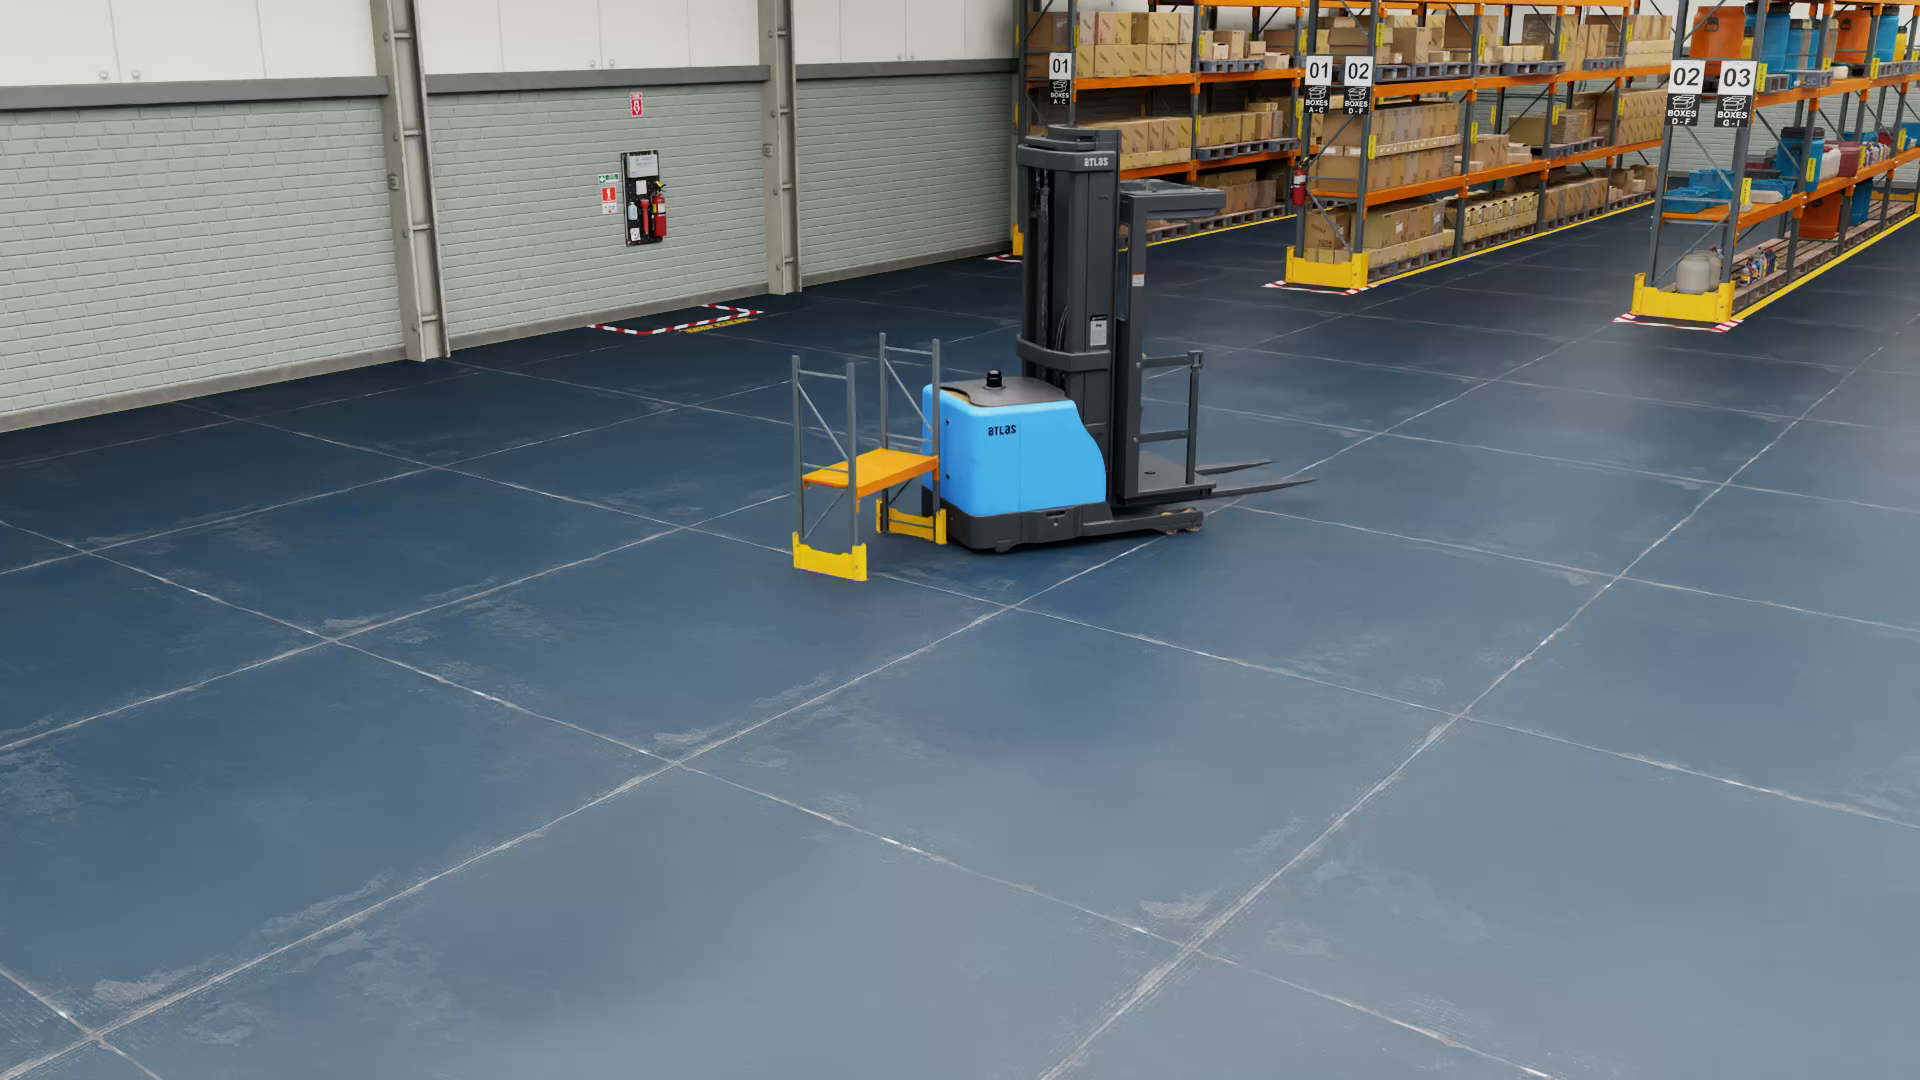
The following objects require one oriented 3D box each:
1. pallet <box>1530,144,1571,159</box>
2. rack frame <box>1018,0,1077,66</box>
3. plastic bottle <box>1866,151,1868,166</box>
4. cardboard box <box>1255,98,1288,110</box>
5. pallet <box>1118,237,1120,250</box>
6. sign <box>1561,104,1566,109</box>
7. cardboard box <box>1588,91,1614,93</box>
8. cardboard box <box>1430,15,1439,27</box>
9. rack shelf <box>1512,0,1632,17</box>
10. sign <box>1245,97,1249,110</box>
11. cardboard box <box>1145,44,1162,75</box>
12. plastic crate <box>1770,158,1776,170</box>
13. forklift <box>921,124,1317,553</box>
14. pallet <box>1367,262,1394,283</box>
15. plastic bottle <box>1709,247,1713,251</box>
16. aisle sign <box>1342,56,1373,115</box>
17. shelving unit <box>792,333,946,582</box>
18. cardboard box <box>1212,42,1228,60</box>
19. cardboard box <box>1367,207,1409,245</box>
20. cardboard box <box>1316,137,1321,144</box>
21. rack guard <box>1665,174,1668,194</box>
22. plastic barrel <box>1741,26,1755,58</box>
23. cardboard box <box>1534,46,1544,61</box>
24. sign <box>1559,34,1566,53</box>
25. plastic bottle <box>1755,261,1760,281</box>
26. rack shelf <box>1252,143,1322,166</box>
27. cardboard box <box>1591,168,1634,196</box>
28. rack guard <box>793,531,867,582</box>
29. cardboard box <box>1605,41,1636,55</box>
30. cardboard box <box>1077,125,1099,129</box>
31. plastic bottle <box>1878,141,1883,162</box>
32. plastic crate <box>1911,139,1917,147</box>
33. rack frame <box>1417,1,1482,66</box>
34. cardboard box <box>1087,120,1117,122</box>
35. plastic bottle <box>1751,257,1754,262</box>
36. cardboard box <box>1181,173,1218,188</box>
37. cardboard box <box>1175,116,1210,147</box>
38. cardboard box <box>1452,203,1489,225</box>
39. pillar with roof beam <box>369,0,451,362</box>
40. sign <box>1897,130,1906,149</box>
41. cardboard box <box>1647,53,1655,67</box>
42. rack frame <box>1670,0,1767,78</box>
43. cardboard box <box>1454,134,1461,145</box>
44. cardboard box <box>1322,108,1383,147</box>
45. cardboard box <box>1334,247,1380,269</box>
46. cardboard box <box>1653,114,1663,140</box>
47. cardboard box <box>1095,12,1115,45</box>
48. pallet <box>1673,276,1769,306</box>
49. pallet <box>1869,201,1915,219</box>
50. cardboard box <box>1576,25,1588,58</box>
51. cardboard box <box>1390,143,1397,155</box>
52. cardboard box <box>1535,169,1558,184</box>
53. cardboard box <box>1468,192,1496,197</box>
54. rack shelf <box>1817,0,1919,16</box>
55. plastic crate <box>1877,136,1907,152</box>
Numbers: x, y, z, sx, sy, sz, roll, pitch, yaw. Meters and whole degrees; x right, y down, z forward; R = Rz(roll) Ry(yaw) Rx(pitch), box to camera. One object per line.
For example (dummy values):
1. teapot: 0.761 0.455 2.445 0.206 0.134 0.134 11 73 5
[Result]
1. pallet: 10.465 -7.163 30.575 1.213 0.211 1.003 12 21 35
2. rack frame: 1.370 -8.915 25.777 1.000 3.000 0.127 12 21 35
3. plastic bottle: 15.390 -6.487 28.291 0.097 0.271 0.097 0 17 0
4. cardboard box: 6.199 -8.666 33.125 0.500 0.250 0.500 13 22 36
5. pallet: 1.928 -4.923 27.742 1.003 0.211 1.213 12 21 35
6. sign: 12.060 -8.541 33.229 0.100 0.325 0.005 12 21 35
7. cardboard box: 13.197 -8.967 34.208 0.500 0.500 0.500 13 21 35
8. cardboard box: 10.379 -11.488 37.233 0.500 0.500 0.500 13 22 36
9. rack shelf: 11.309 -9.887 30.797 1.077 0.370 4.000 12 21 35
10. sign: 5.689 -8.605 32.944 0.100 0.325 0.005 12 21 35
11. cardboard box: 3.040 -8.071 27.917 0.500 0.500 0.500 11 21 33
12. plastic crate: 12.117 -5.562 25.123 0.392 0.384 0.575 12 21 35
13. forklift: 1.273 -1.576 12.378 3.031 2.935 1.130 -7 19 -22
14. pallet: 5.772 -4.033 24.875 1.003 0.211 1.213 12 21 35
15. plastic bottle: 10.783 -4.033 23.897 0.144 0.351 0.185 11 21 32
16. aisle sign: 5.557 -6.347 23.241 0.394 0.787 0.004 12 21 35
17. shelving unit: -0.632 -0.611 11.682 0.587 1.500 1.083 11 20 31
18. cardboard box: 4.510 -8.856 30.087 0.500 0.311 0.500 13 22 36
19. cardboard box: 6.433 -4.750 25.145 0.500 0.500 0.500 12 21 35
20. cardboard box: 7.101 -8.134 33.769 0.380 0.149 0.250 13 21 36
21. rack guard: 14.839 -7.774 36.435 1.175 0.500 0.348 12 21 35
22. plastic barrel: 9.904 -6.316 21.441 0.600 0.588 0.600 0 17 0
23. cardboard box: 9.892 -8.524 29.122 0.500 0.250 0.500 11 20 31
24. sign: 10.558 -8.698 29.131 0.100 0.325 0.005 12 21 35
25. plastic bottle: 11.041 -3.737 23.077 0.097 0.271 0.097 0 17 0
26. rack shelf: 7.328 -8.088 34.443 1.077 0.370 4.000 12 21 35
27. cardboard box: 13.616 -7.500 34.804 0.797 0.503 0.637 12 21 35
28. rack guard: -0.901 0.110 11.467 0.587 0.250 0.087 11 20 31
29. cardboard box: 12.990 -9.705 32.789 0.500 0.250 0.500 12 21 35
30. cardboard box: 1.896 -6.406 26.770 0.500 0.500 0.500 12 21 35
31. plastic bottle: 16.191 -6.857 29.349 0.144 0.351 0.185 12 21 35
32. plastic crate: 18.519 -7.786 32.603 0.396 0.136 0.243 12 21 35
33. rack frame: 7.734 -8.993 26.029 1.000 3.000 0.127 12 21 35
34. cardboard box: 2.392 -6.857 28.223 0.500 0.500 0.500 13 21 35
35. plastic bottle: 11.153 -3.850 23.421 0.061 0.283 0.133 12 21 35
36. cardboard box: 4.438 -6.661 30.843 0.500 0.250 0.500 12 21 34
37. cardboard box: 4.084 -7.375 30.026 0.700 0.500 0.500 12 21 35
38. cardboard box: 8.483 -5.456 27.737 0.500 0.311 0.500 12 21 34
39. pillar with roof beam: -2.600 -5.615 15.153 9.100 9.000 0.400 12 21 35
40. sign: 16.917 -7.192 29.878 0.100 0.325 0.005 12 21 35
41. cardboard box: 13.884 -9.823 34.013 0.500 0.250 0.500 12 21 35
42. rack frame: 9.326 -7.164 20.140 1.000 3.000 0.127 12 21 35
43. cardboard box: 7.744 -6.383 26.477 0.380 0.149 0.250 12 21 35
44. cardboard box: 5.670 -5.964 24.035 0.700 0.500 0.500 13 21 35
45. cardboard box: 5.849 -4.151 24.481 0.500 0.250 0.500 12 21 35
46. cardboard box: 14.529 -8.755 35.209 0.500 0.500 0.500 13 21 35
47. cardboard box: 2.134 -8.176 26.569 0.500 0.500 0.500 12 21 34
48. pallet: 10.550 -3.476 23.080 1.003 0.211 1.213 12 21 35
49. pallet: 18.337 -6.589 33.104 1.003 0.211 1.213 12 21 35
50. cardboard box: 11.349 -9.337 31.149 0.600 0.600 0.600 11 21 33
51. cardboard box: 6.214 -5.770 24.505 0.380 0.149 0.250 12 21 34
52. cardboard box: 11.122 -6.978 31.865 0.500 0.250 0.500 12 21 34
53. cardboard box: 9.263 -6.036 29.607 0.500 0.311 0.500 12 21 33
54. rack shelf: 15.285 -9.011 27.976 1.077 0.370 4.000 12 21 35
55. plastic crate: 17.534 -7.460 31.308 0.437 0.282 0.530 12 21 35
